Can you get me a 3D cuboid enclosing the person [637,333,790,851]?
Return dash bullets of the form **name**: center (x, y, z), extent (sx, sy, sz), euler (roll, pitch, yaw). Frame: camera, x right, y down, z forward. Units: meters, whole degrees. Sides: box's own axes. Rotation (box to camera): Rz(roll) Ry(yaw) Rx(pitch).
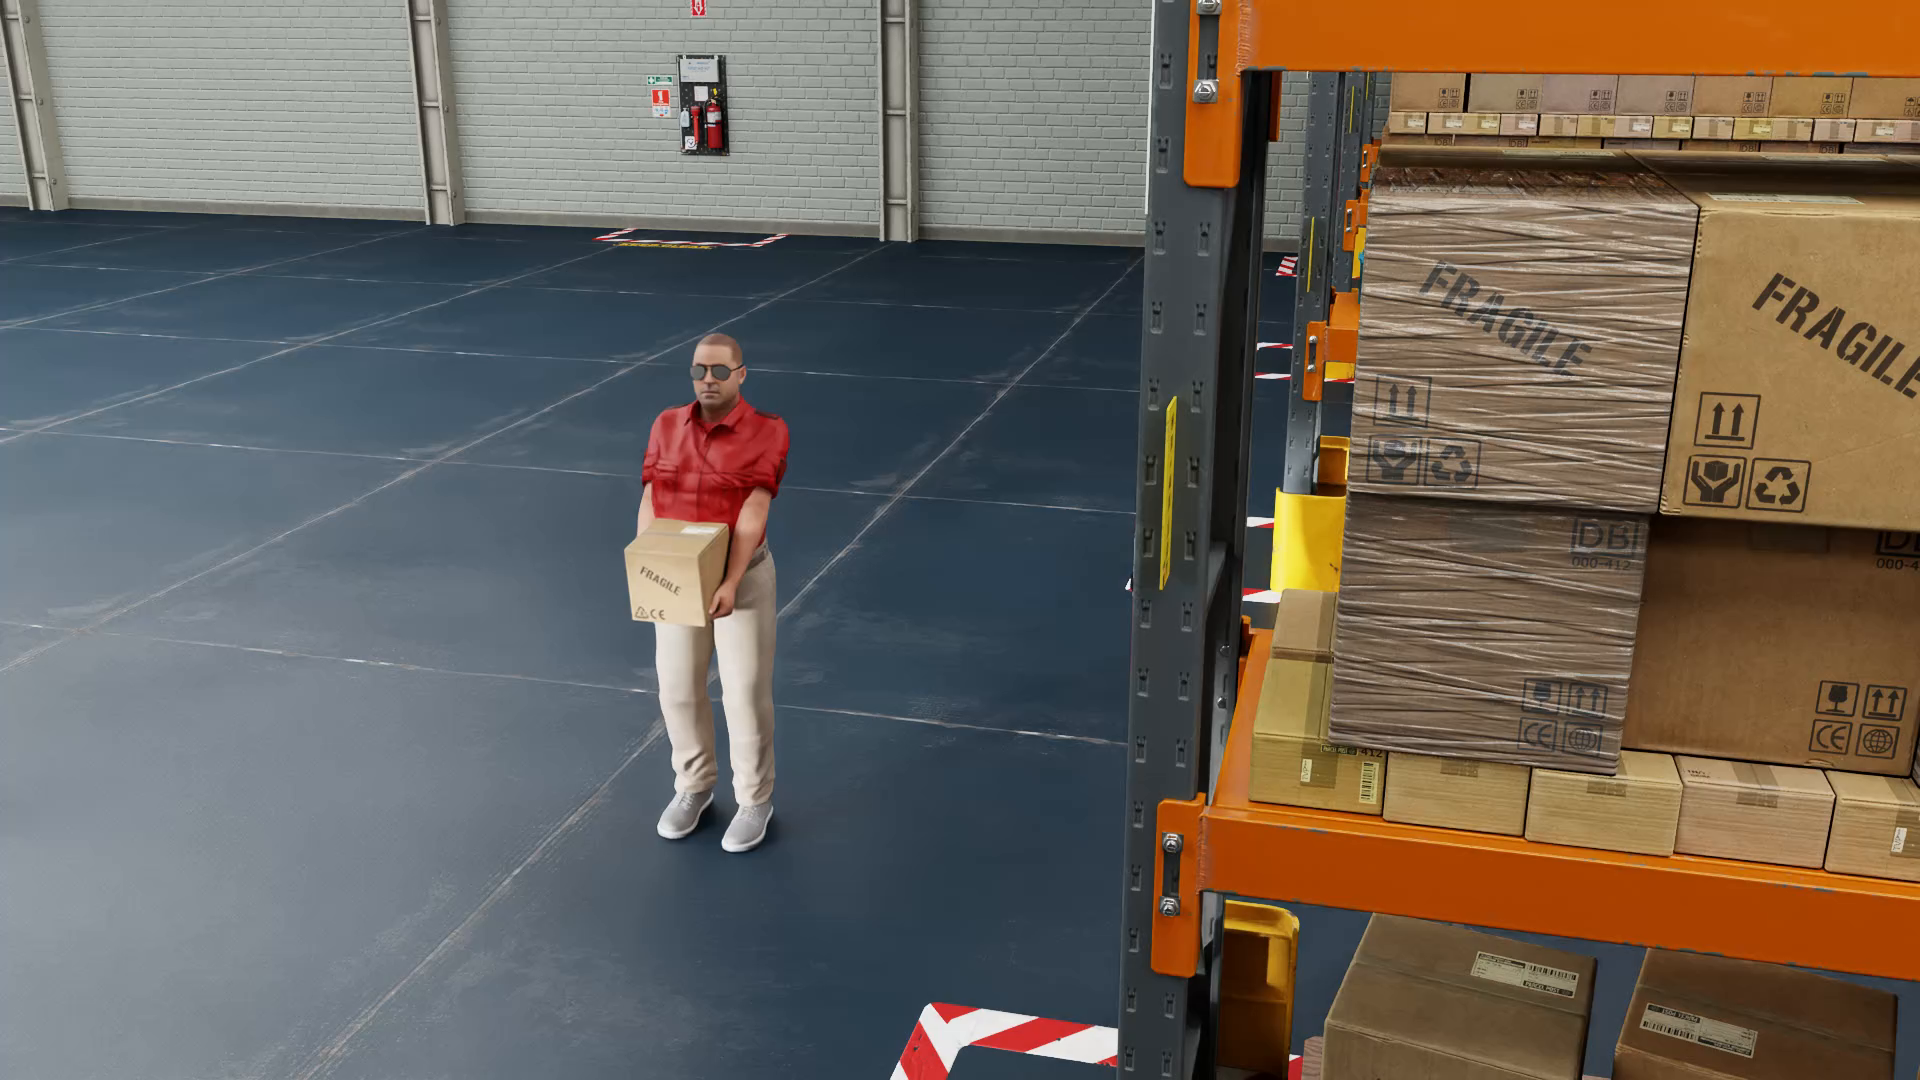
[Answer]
- **person**: center (-0.831, 0.195, 5.508), extent (0.494, 1.719, 0.531), euler (5, 19, 14)
